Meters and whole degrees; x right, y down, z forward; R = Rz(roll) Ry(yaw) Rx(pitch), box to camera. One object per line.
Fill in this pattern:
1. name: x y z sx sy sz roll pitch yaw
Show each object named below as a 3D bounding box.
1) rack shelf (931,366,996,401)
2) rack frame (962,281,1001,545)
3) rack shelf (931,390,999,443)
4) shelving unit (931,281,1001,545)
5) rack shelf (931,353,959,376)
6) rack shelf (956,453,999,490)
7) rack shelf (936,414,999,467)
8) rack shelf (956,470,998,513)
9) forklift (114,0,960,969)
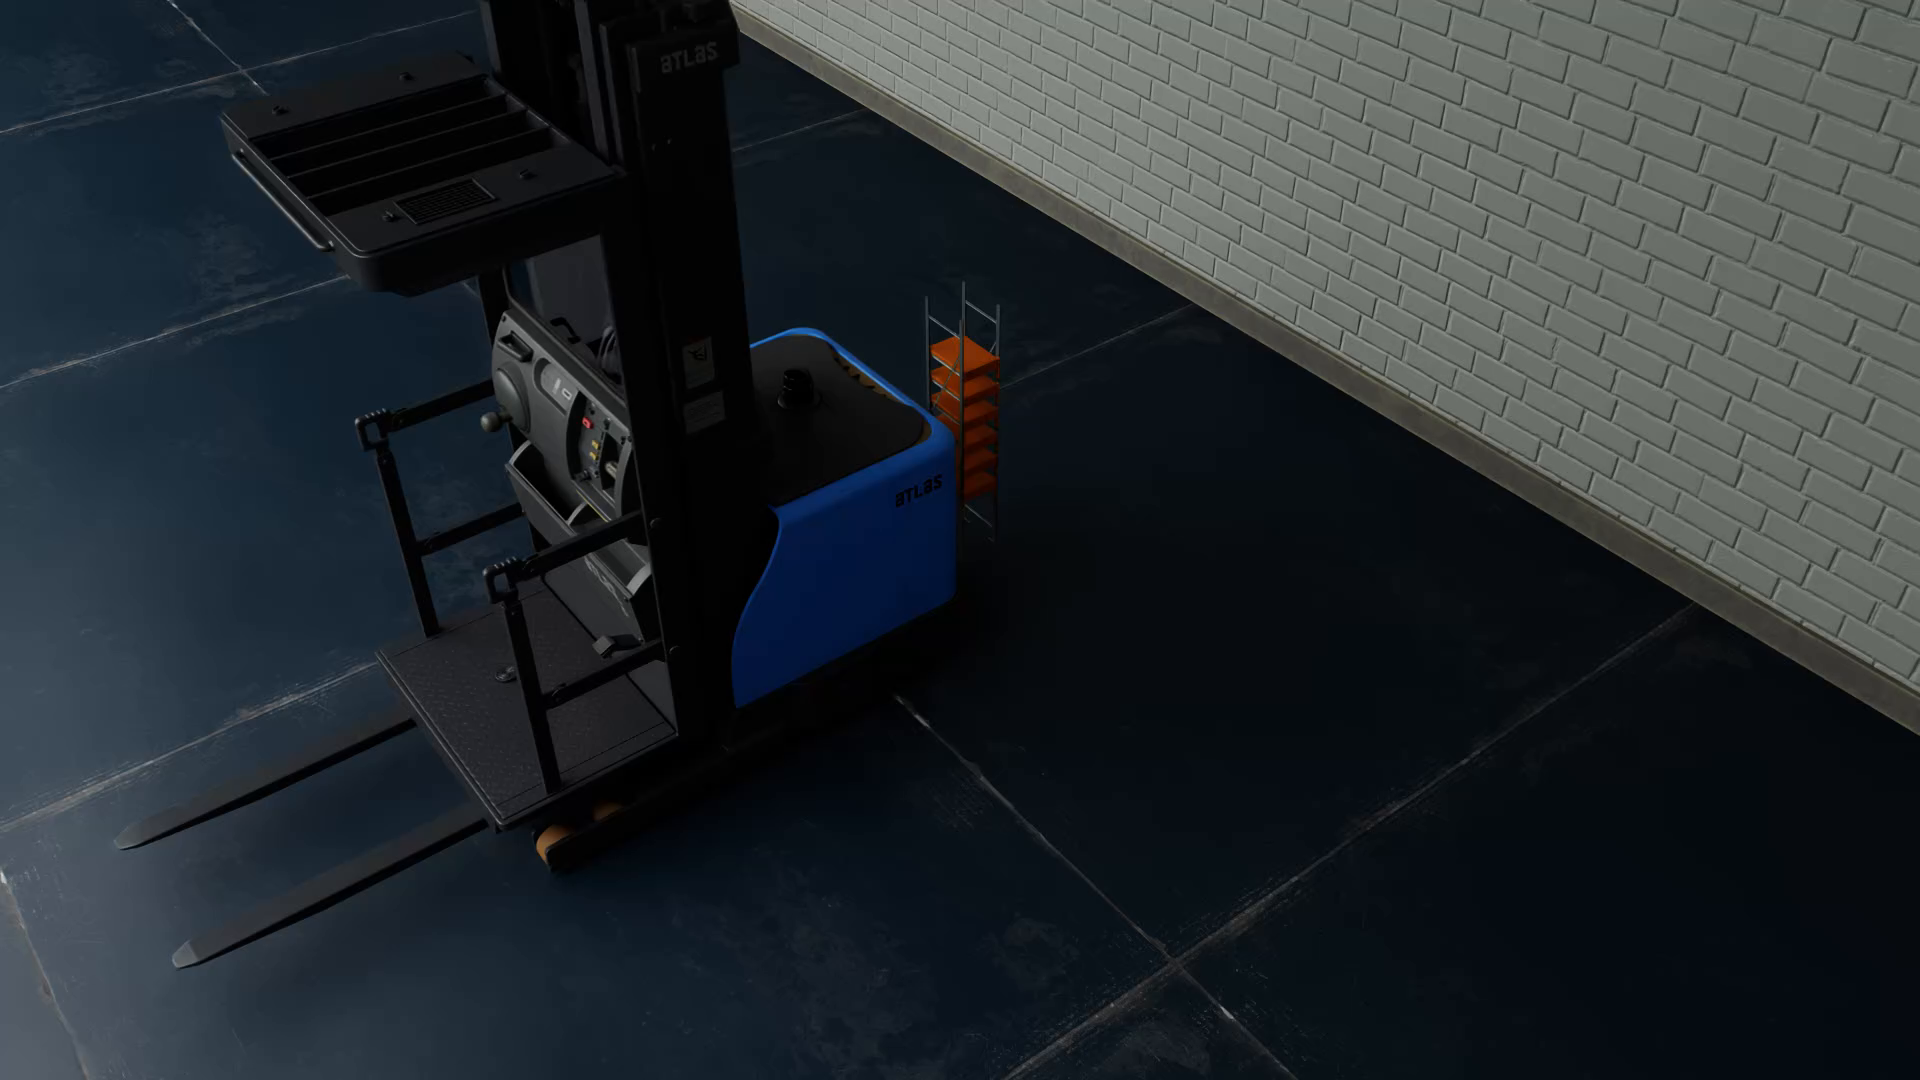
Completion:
1. rack shelf: 0.011 -0.642 6.735 0.171 0.034 0.221 -26 46 -28
2. rack frame: 0.084 -0.505 6.919 0.006 1.200 0.240 -26 46 -28
3. rack shelf: 0.011 -0.528 6.828 0.180 0.103 0.258 -26 46 -28
4. shelving unit: 0.013 -0.470 6.877 0.184 1.200 0.258 -26 46 -28
5. rack shelf: 0.011 -0.729 6.664 0.166 0.020 0.199 -26 46 -28
6. rack shelf: 0.011 -0.342 6.981 0.180 0.103 0.258 -26 46 -28
7. rack shelf: 0.011 -0.435 6.904 0.180 0.103 0.258 -26 46 -28
8. rack shelf: 0.011 -0.250 7.057 0.180 0.103 0.258 -26 46 -28
9. forklift: -1.477 -0.309 5.422 3.031 2.797 1.129 -26 46 -28
